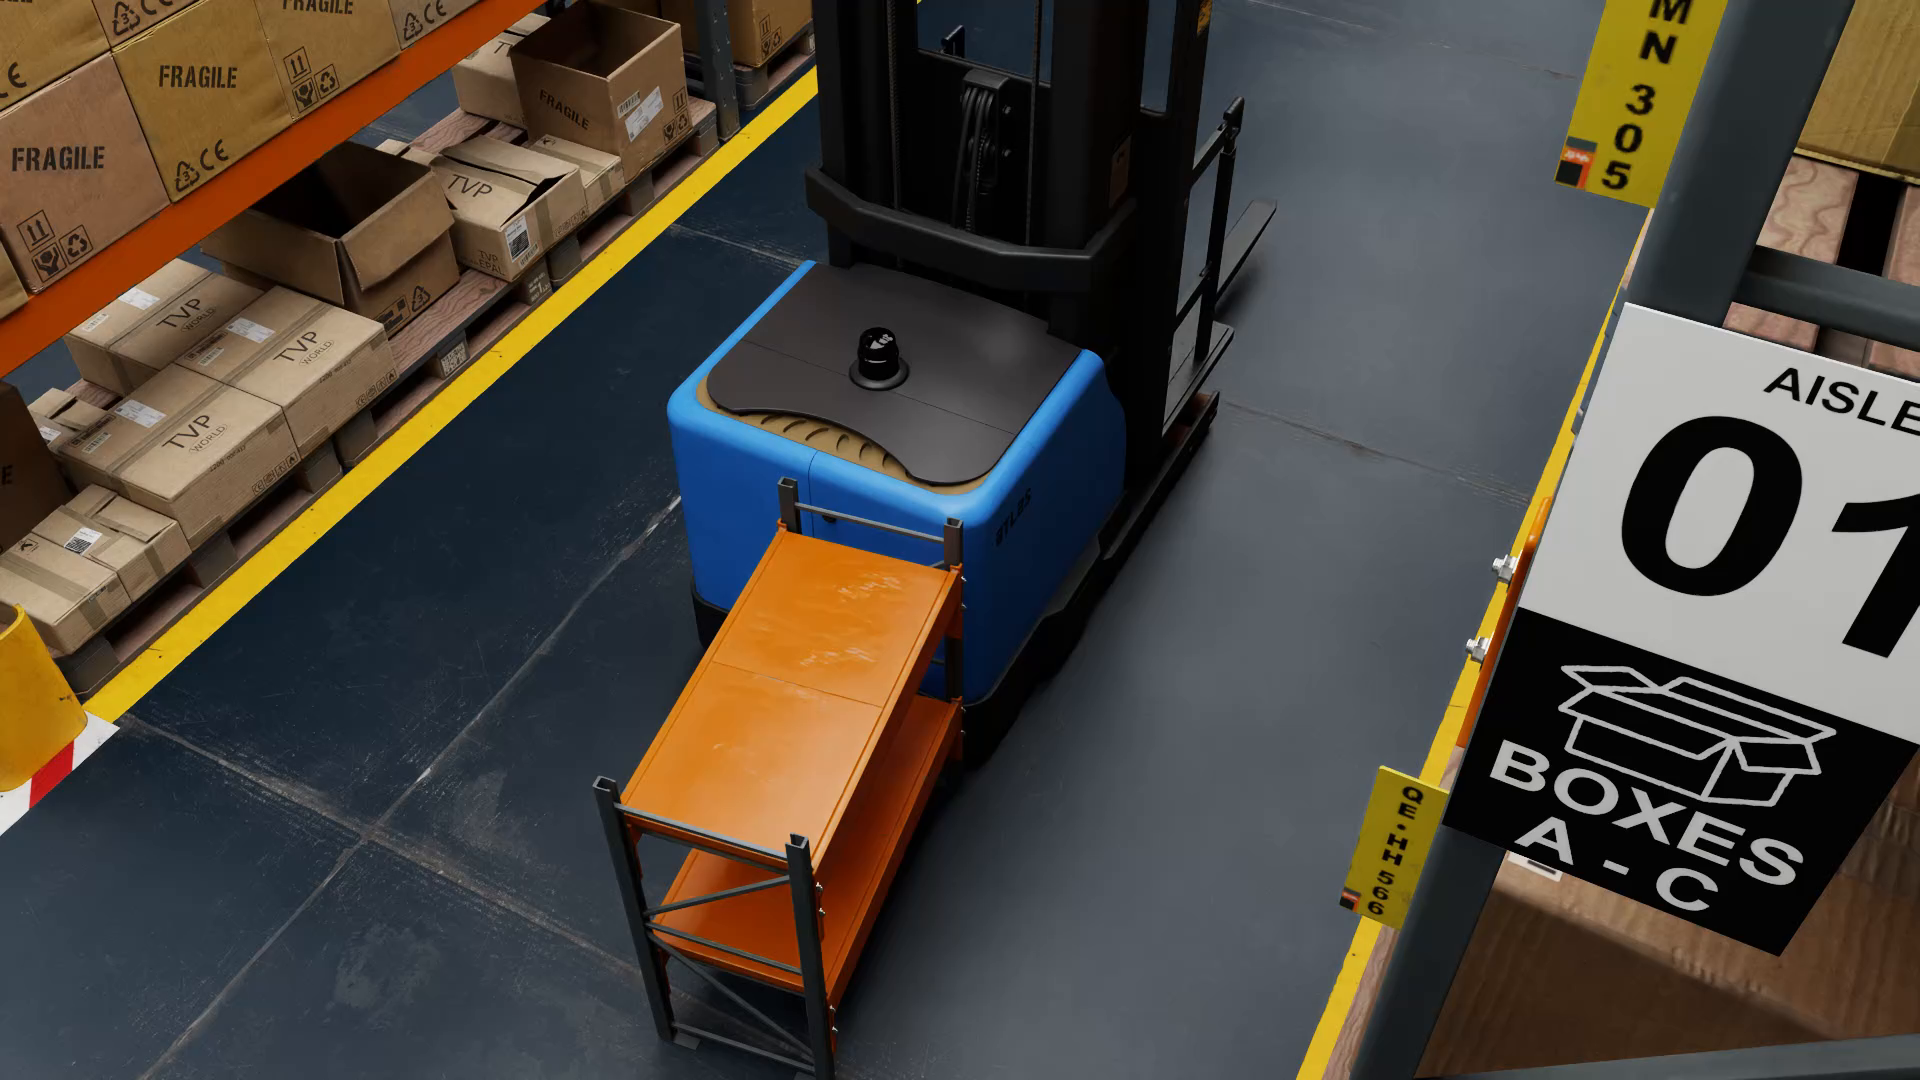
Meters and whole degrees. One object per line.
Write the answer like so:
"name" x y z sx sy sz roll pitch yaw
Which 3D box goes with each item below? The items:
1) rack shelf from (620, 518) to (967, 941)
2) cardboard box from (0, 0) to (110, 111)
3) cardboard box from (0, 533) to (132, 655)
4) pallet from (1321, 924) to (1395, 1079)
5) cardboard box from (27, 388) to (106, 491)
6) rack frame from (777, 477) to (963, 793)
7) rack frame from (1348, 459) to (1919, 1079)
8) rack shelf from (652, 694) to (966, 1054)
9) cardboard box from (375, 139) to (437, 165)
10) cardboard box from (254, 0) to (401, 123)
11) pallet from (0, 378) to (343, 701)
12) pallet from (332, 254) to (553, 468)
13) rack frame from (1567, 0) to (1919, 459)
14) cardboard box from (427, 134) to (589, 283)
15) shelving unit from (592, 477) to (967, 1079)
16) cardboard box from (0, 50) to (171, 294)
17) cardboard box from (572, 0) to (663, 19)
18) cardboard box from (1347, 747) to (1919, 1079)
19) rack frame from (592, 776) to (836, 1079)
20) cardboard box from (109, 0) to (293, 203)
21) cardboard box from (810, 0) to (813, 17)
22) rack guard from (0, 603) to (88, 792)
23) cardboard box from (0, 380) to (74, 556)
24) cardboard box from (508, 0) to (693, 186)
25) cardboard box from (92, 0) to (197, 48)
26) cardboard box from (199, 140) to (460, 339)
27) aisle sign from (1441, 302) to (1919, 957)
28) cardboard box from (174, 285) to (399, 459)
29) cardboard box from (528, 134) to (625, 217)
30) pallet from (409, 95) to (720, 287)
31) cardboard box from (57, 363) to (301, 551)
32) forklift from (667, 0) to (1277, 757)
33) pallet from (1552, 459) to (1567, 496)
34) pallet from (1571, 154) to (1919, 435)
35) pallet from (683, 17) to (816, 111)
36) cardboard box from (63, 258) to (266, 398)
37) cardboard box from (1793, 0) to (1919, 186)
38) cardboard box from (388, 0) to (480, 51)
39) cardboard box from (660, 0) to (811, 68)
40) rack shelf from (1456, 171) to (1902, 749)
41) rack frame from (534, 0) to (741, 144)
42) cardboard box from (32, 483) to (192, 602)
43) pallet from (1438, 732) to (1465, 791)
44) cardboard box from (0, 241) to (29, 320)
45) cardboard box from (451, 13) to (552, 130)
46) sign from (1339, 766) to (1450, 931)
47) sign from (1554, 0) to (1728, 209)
"rack shelf" -0.398 0.434 4.119 0.538 0.278 1.000 14 47 13
"cardboard box" -2.654 -1.444 4.295 0.500 0.500 0.500 21 49 19
"cardboard box" -2.831 0.164 5.174 0.380 0.149 0.250 20 49 19
"pallet" 1.362 1.551 4.069 1.003 0.211 1.213 20 49 19
"cardboard box" -3.027 -0.341 5.660 0.380 0.166 0.250 20 49 19
"rack frame" -0.233 0.298 4.665 0.500 1.125 0.032 14 47 13
"rack frame" 1.060 1.100 2.553 1.000 3.000 0.127 20 49 19
"rack shelf" -0.398 0.811 4.501 0.538 0.278 1.000 14 47 13
"cardboard box" -2.252 -1.470 6.777 0.380 0.166 0.250 20 49 19
"cardboard box" -2.186 -1.717 5.267 0.500 0.500 0.500 21 49 20
"pallet" -2.925 -0.103 5.703 1.003 0.211 1.213 20 49 19
"pallet" -2.357 -0.869 6.460 1.003 0.211 1.213 20 49 19
"rack frame" 1.060 -1.008 0.420 1.000 3.000 0.127 20 49 19
"cardboard box" -1.834 -1.337 6.544 0.500 0.311 0.500 20 49 19
"shelving unit" -0.398 0.639 4.327 0.538 1.125 1.048 14 47 13
"cardboard box" -2.655 -1.087 4.645 0.500 0.500 0.500 20 49 19
"cardboard box" -1.497 -2.734 7.791 0.500 0.500 0.500 20 49 19
"cardboard box" 1.288 0.670 2.768 0.980 0.700 0.700 23 50 21
"rack frame" -0.563 0.981 3.989 0.500 1.125 0.032 14 47 13
"cardboard box" -2.419 -1.402 4.957 0.500 0.500 0.500 20 49 19
"cardboard box" -0.794 -2.893 7.948 0.500 0.500 0.500 21 49 20
"rack guard" -3.294 0.298 5.104 1.175 0.500 0.348 20 49 19
"cardboard box" -3.295 -0.233 5.319 0.500 0.500 0.500 20 49 19
"cardboard box" -1.486 -1.876 6.943 0.500 0.500 0.500 20 49 19
"cardboard box" -2.417 -1.757 4.604 0.500 0.500 0.500 21 49 20
"cardboard box" -2.340 -1.144 6.218 0.797 0.503 0.637 20 49 19
"aisle sign" 0.761 0.133 1.682 0.394 0.787 0.004 20 49 19
"cardboard box" -2.361 -0.600 5.858 0.500 0.250 0.500 20 49 19
"cardboard box" -1.607 -1.496 6.815 0.380 0.149 0.250 20 49 19
"pallet" -1.792 -1.640 7.223 1.003 0.211 1.213 20 49 19
"cardboard box" -2.594 -0.285 5.546 0.500 0.250 0.500 20 49 19
"forklift" 0.294 -1.426 5.099 1.130 2.935 3.031 21 49 19
"pallet" 2.495 0.014 5.588 1.003 0.211 1.213 20 49 19
"pallet" 1.395 -0.394 1.983 1.003 0.211 1.213 20 49 19
"pallet" -1.128 -2.597 8.169 1.003 0.211 1.213 20 49 19
"cardboard box" -2.828 -0.733 5.990 0.500 0.250 0.500 20 49 19
"cardboard box" 1.165 -0.633 1.897 0.500 0.250 0.500 22 49 20
"cardboard box" -1.952 -2.039 5.585 0.500 0.500 0.500 22 49 20
"cardboard box" -1.032 -2.553 7.612 0.500 0.500 0.500 18 48 17
"rack shelf" 1.988 -0.961 2.988 1.077 0.370 4.000 20 49 19
"rack frame" -1.473 -3.053 6.658 1.000 3.000 0.127 20 49 19
"cardboard box" -2.715 0.001 5.323 0.380 0.166 0.250 20 49 19
"pallet" 1.929 0.786 4.825 1.003 0.211 1.213 20 49 19
"cardboard box" -2.890 -0.760 4.322 0.500 0.500 0.500 21 49 20
"cardboard box" -1.859 -2.069 7.267 0.500 0.311 0.500 20 49 19
"sign" 0.586 0.422 2.243 0.100 0.325 0.005 20 49 19
"sign" 0.586 -0.425 1.385 0.100 0.325 0.005 20 49 19
